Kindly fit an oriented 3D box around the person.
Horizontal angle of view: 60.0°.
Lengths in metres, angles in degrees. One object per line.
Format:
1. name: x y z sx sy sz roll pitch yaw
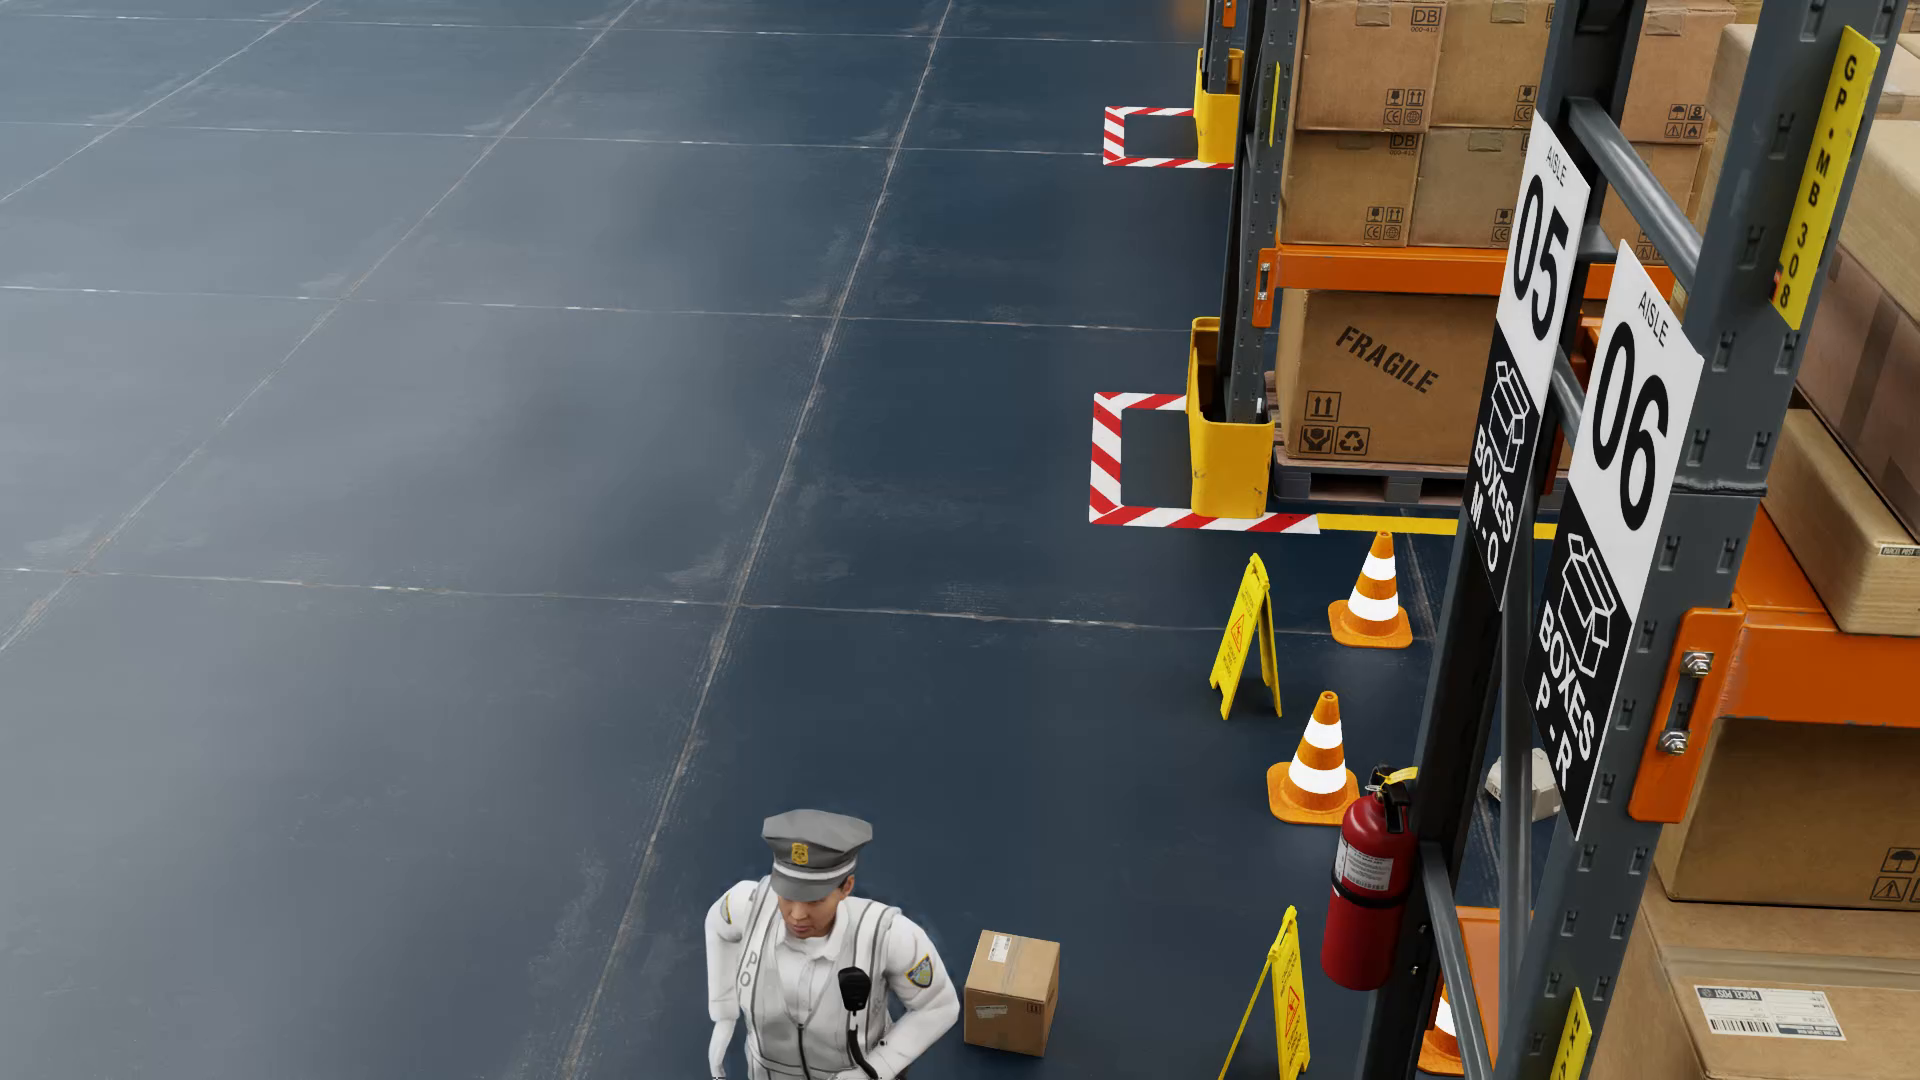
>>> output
1. person: -0.319 1.290 4.030 0.641 1.684 0.824 4 32 6
